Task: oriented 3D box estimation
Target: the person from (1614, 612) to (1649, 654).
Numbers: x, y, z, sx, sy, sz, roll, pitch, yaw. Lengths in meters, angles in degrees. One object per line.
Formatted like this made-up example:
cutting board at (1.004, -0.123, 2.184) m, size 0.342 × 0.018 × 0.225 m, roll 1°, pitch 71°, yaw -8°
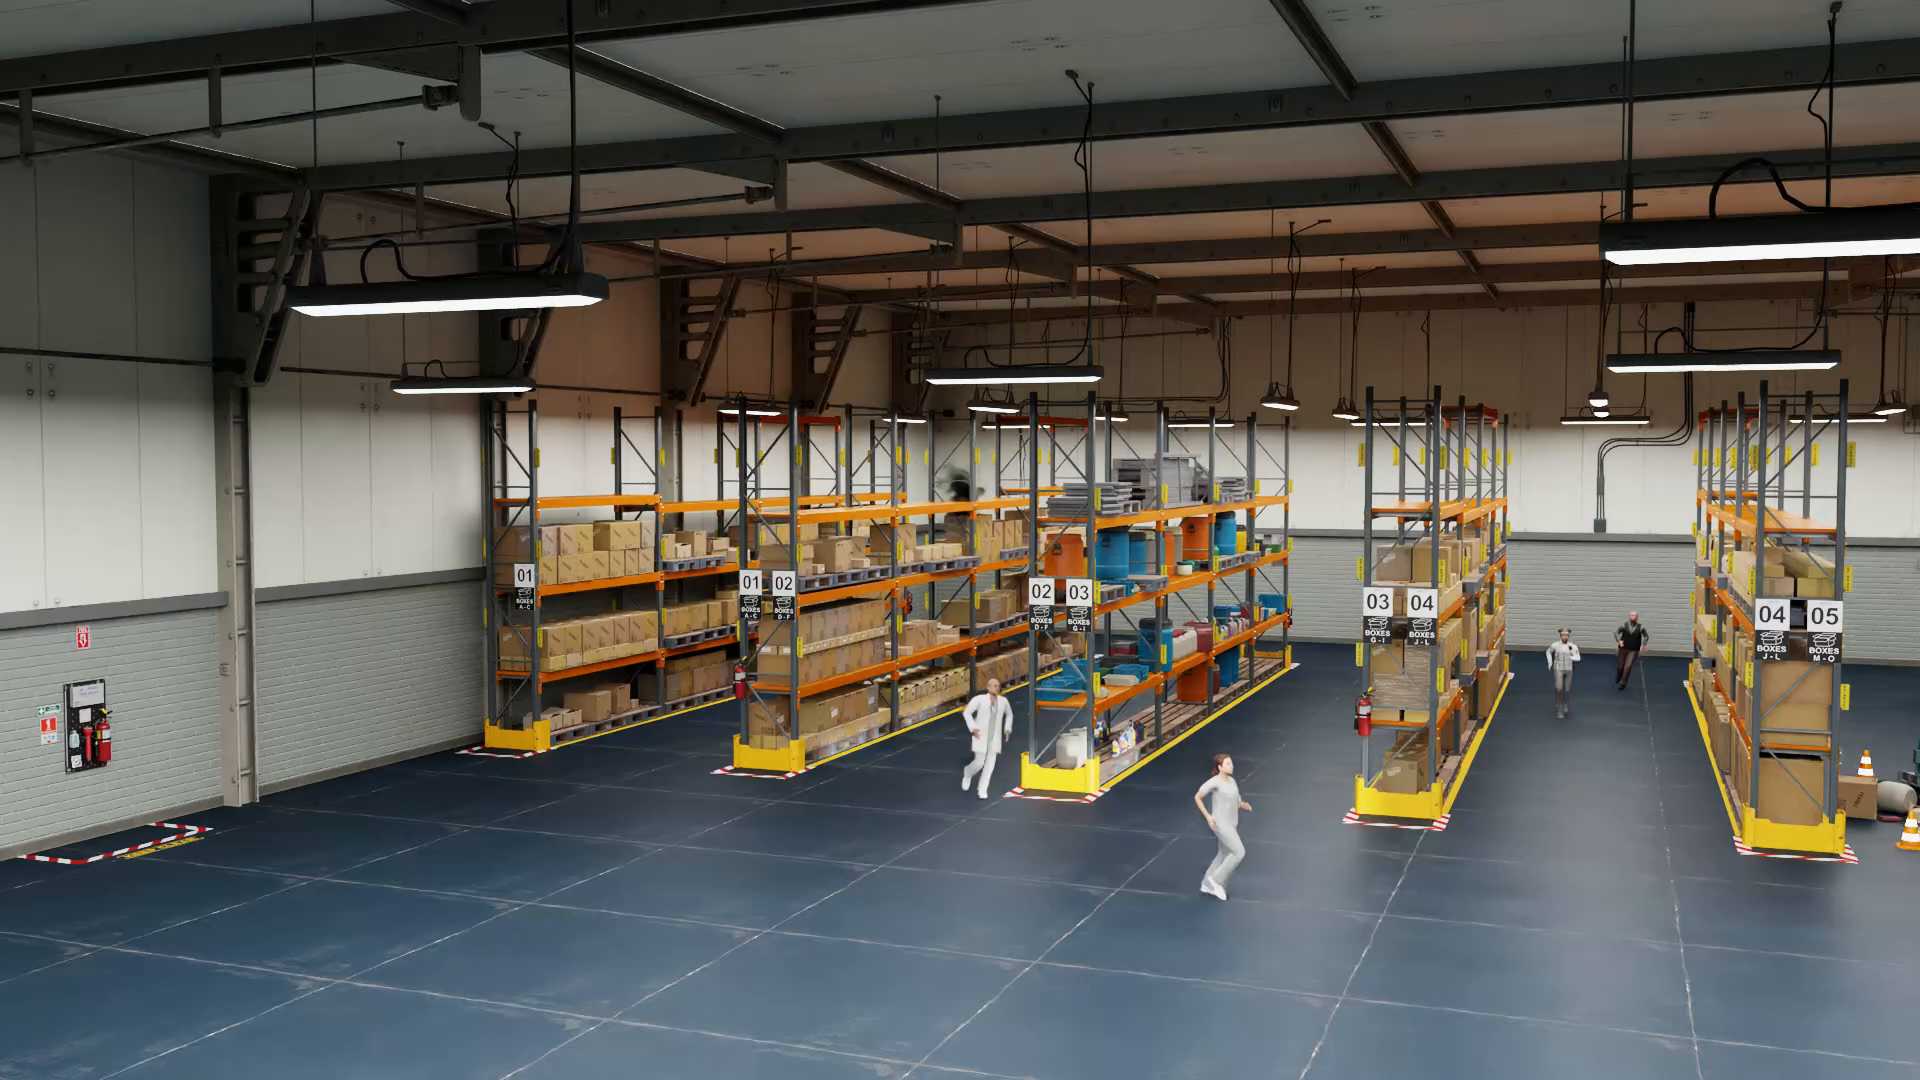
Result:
person at (21.572, -0.192, 36.620) m, size 12.826 × 5.213 × 7.920 m, roll 1°, pitch 3°, yaw 25°

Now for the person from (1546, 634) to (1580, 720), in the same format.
person at (11.676, 2.580, 32.171) m, size 0.587 × 1.702 × 0.807 m, roll 1°, pitch 3°, yaw 12°

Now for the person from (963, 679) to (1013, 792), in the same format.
person at (-6.074, 3.537, 12.209) m, size 21.506 × 1.735 × 19.702 m, roll -1°, pitch 3°, yaw -20°

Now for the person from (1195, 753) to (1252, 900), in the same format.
person at (3.002, 3.232, 18.790) m, size 0.653 × 1.641 × 0.536 m, roll 2°, pitch 4°, yaw 39°
